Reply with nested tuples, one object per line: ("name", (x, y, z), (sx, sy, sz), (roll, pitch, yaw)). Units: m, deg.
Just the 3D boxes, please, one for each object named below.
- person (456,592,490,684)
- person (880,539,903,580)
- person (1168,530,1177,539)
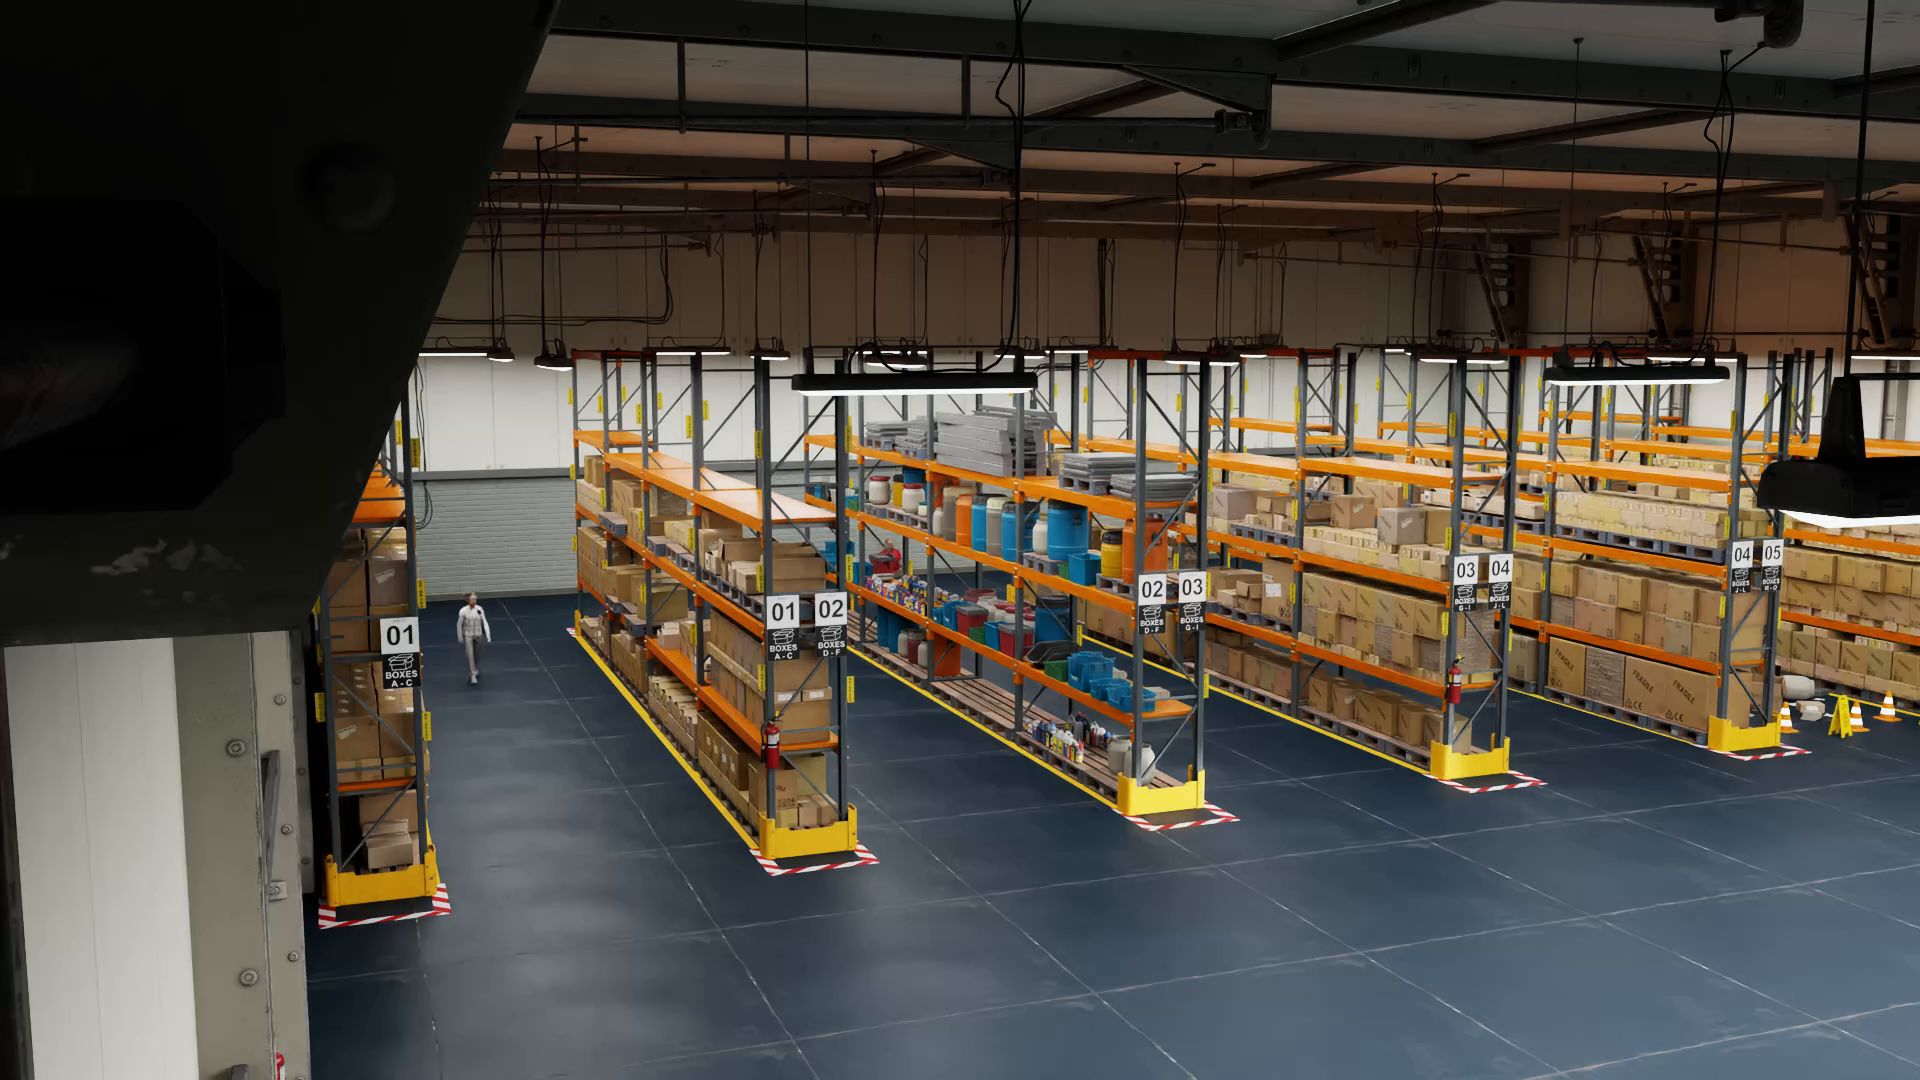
("person", (-8.877, 1.738, 30.338), (0.567, 1.617, 1.033), (-3, 8, -23))
("person", (-1.502, 0.801, 37.732), (1.035, 1.656, 0.582), (7, 10, 43))
("person", (5.571, 0.096, 43.497), (0.925, 1.644, 0.460), (-4, 8, -31))
